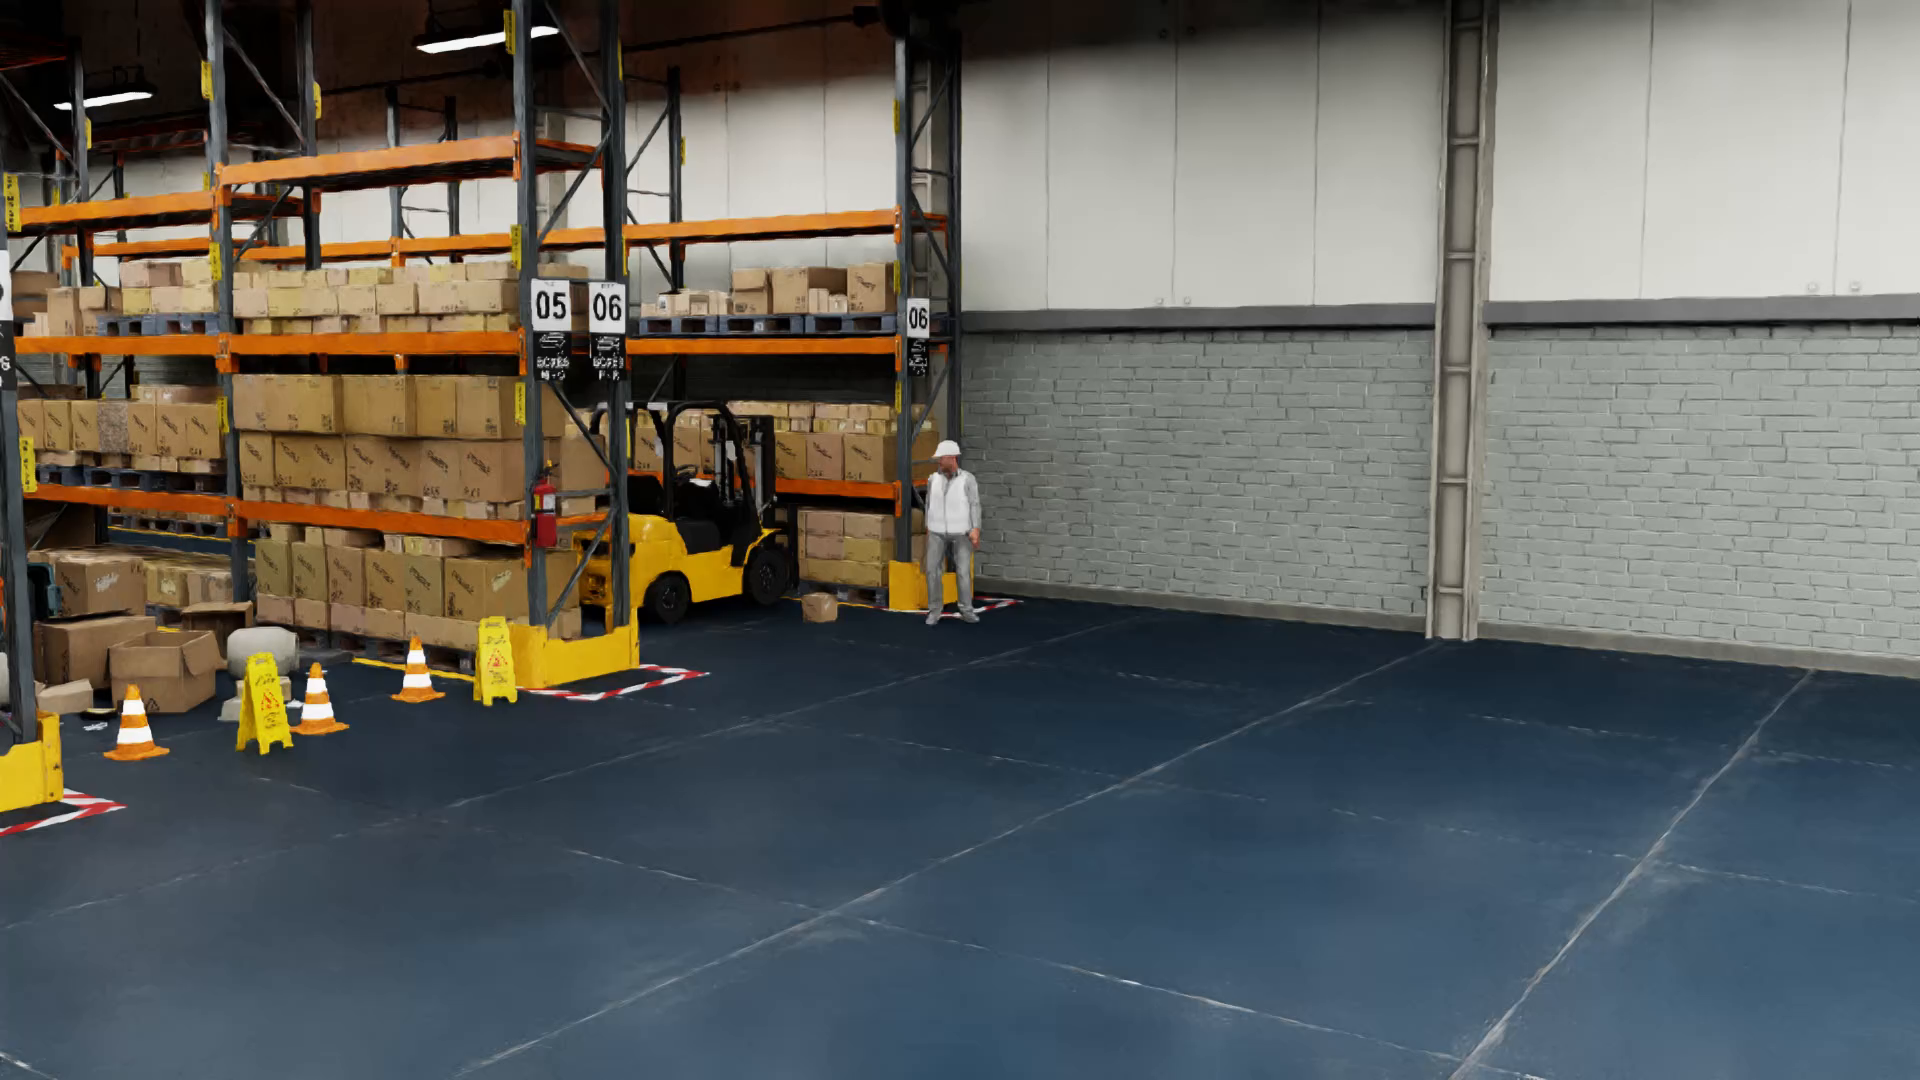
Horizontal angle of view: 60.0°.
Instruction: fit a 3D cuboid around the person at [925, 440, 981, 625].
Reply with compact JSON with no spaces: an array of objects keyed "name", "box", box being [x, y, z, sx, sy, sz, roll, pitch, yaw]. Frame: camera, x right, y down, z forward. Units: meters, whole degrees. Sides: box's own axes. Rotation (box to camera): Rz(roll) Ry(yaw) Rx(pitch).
[{"name":"person","box":[-0.072,-0.053,16.173,0.607,1.827,0.455,1,6,13]}]
